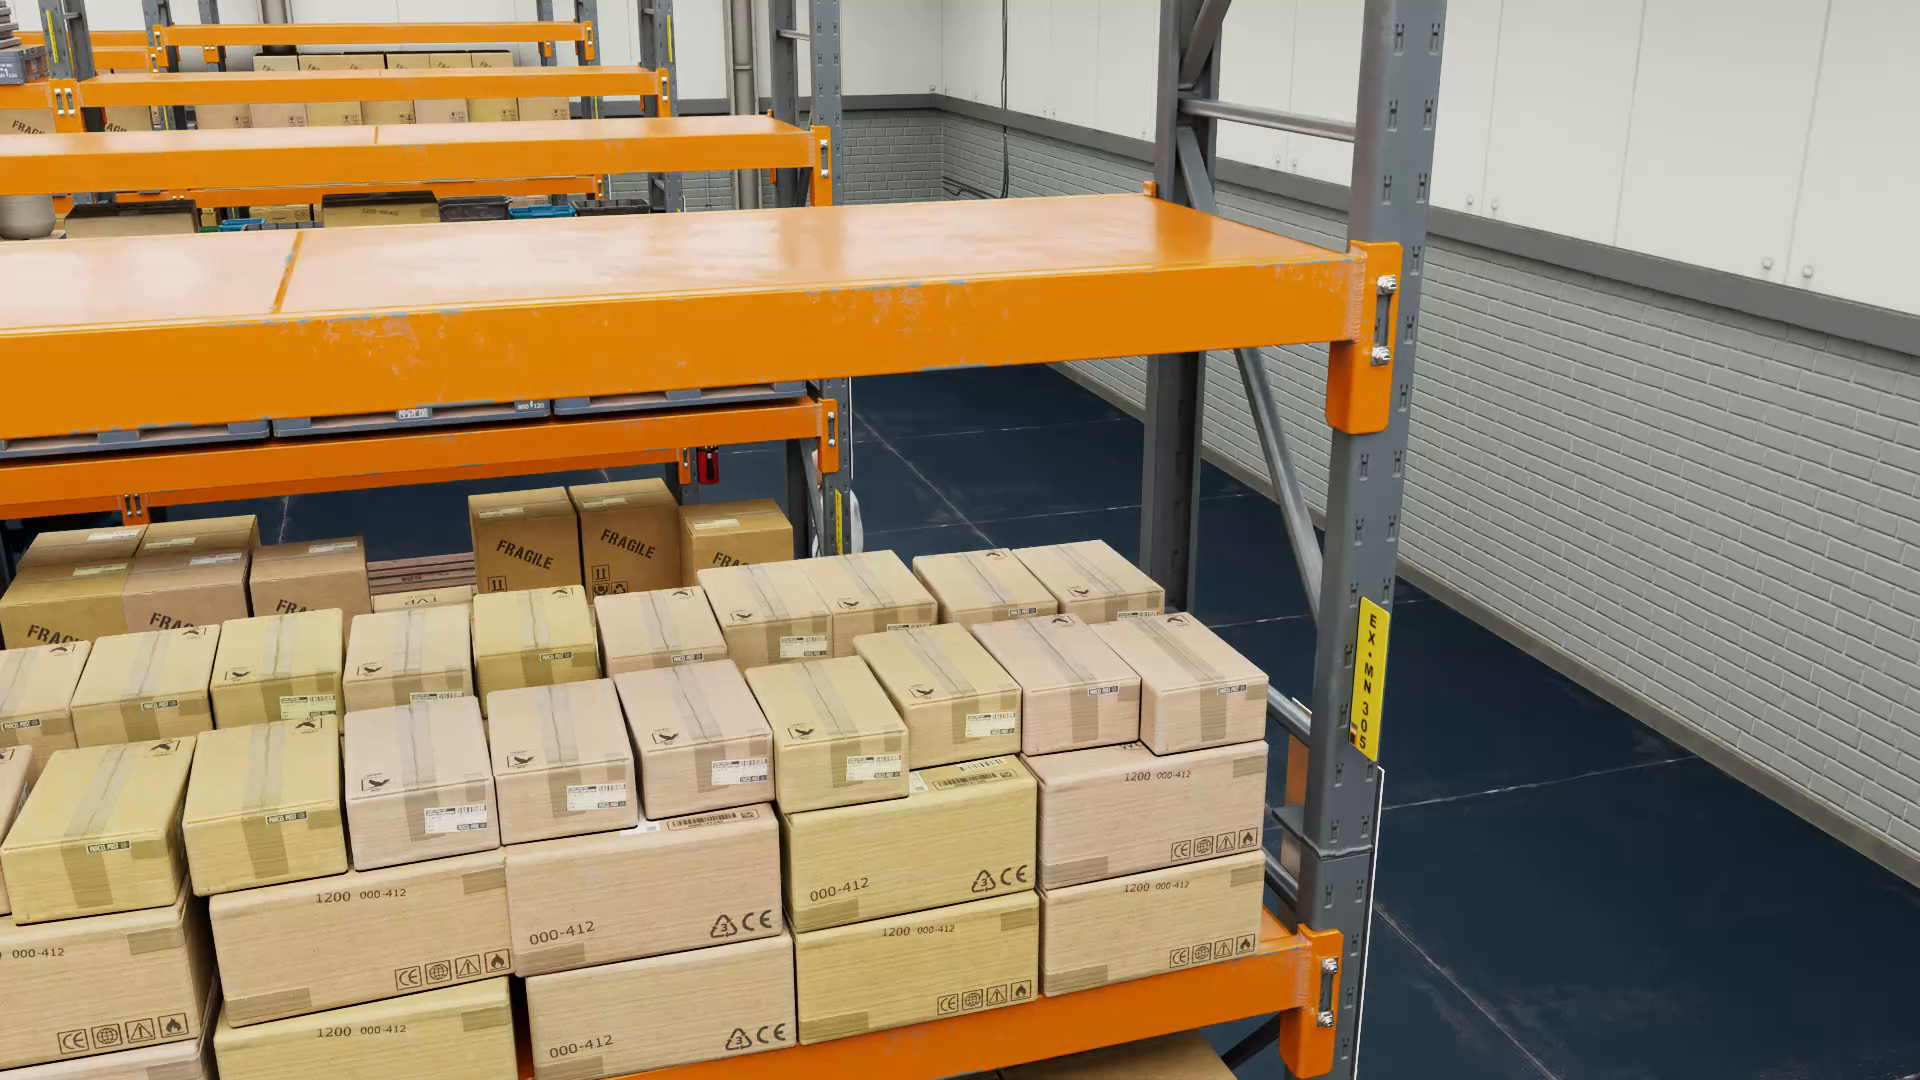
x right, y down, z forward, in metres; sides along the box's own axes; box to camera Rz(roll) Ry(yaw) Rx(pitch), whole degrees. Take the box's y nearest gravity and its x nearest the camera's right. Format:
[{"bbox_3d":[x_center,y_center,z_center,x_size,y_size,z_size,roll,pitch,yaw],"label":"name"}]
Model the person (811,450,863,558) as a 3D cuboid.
[{"bbox_3d":[-0.888,0.217,11.460,0.429,1.772,0.646,-7,20,-20],"label":"person"}]
